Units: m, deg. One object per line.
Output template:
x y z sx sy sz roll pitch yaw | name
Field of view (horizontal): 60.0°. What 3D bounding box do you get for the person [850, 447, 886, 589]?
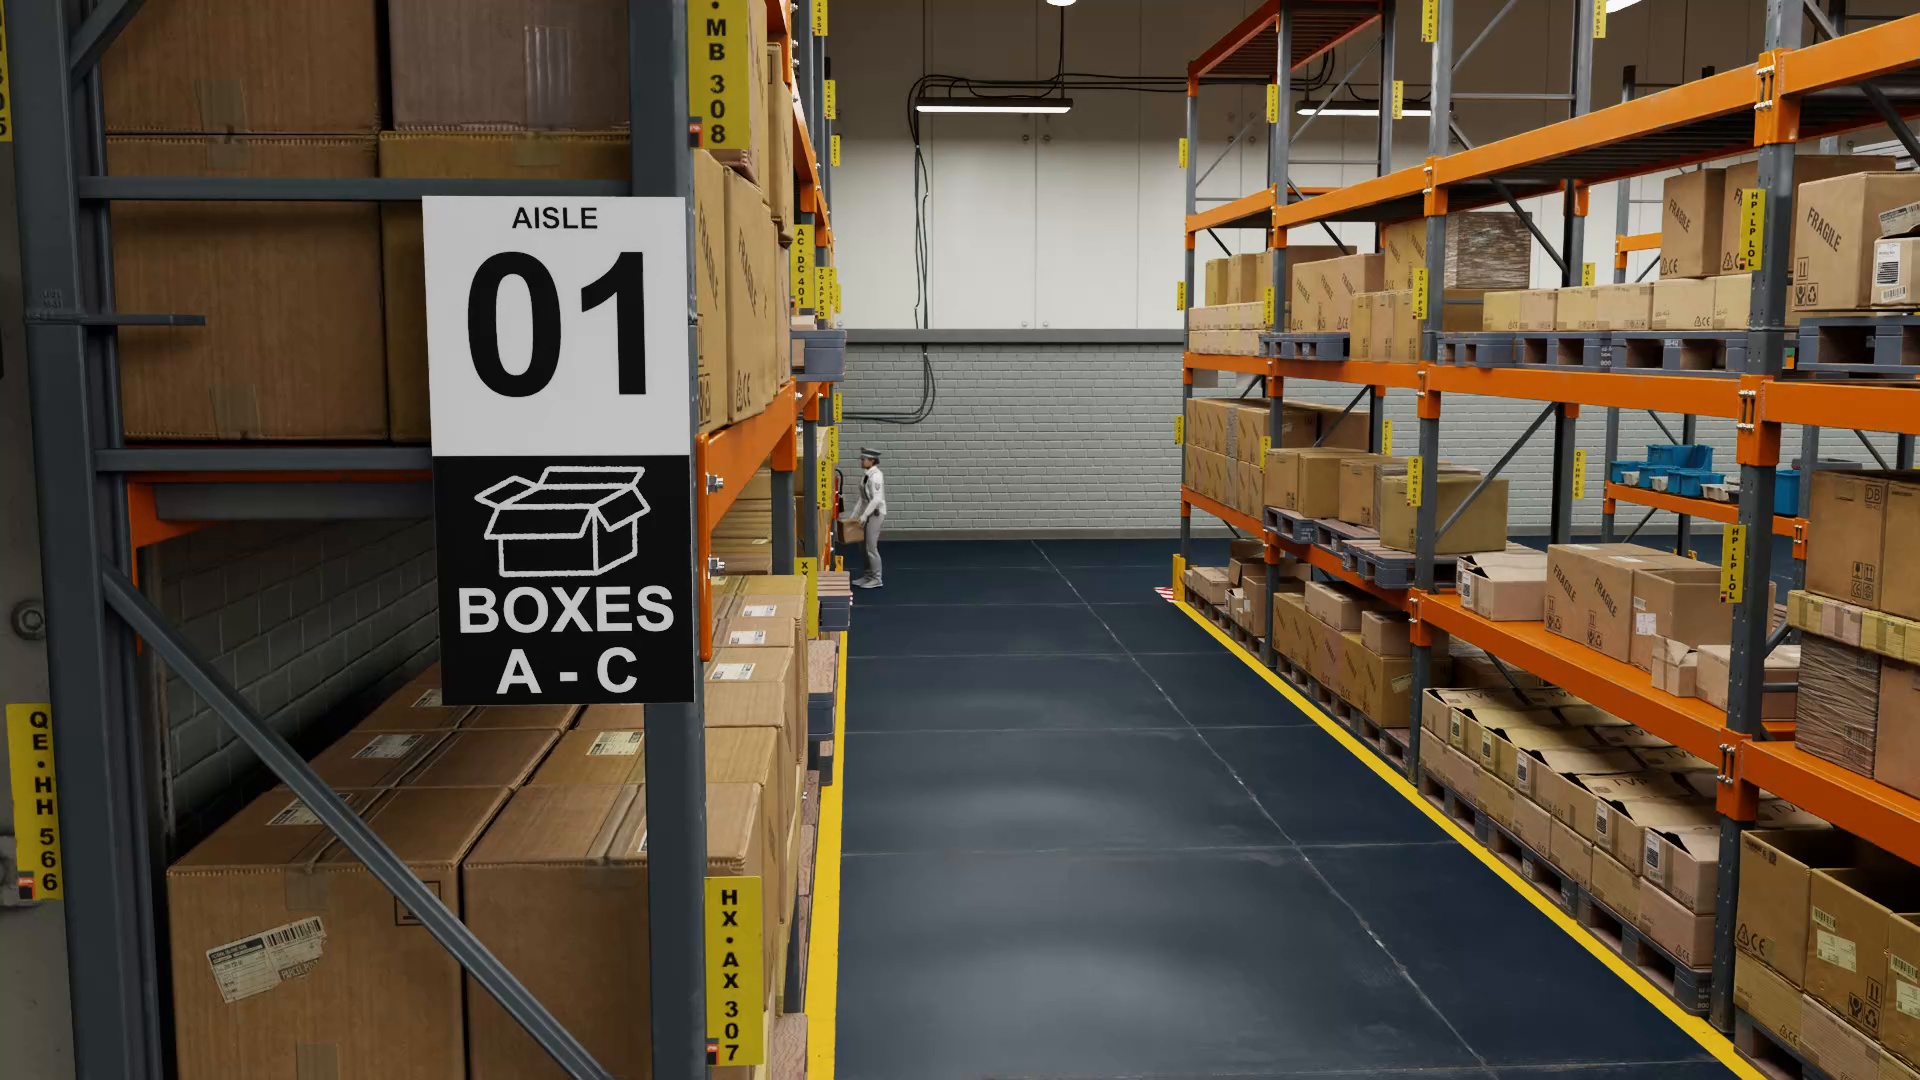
-1.089 -0.275 19.916 0.385 1.680 0.502 -3 8 -23 | person
